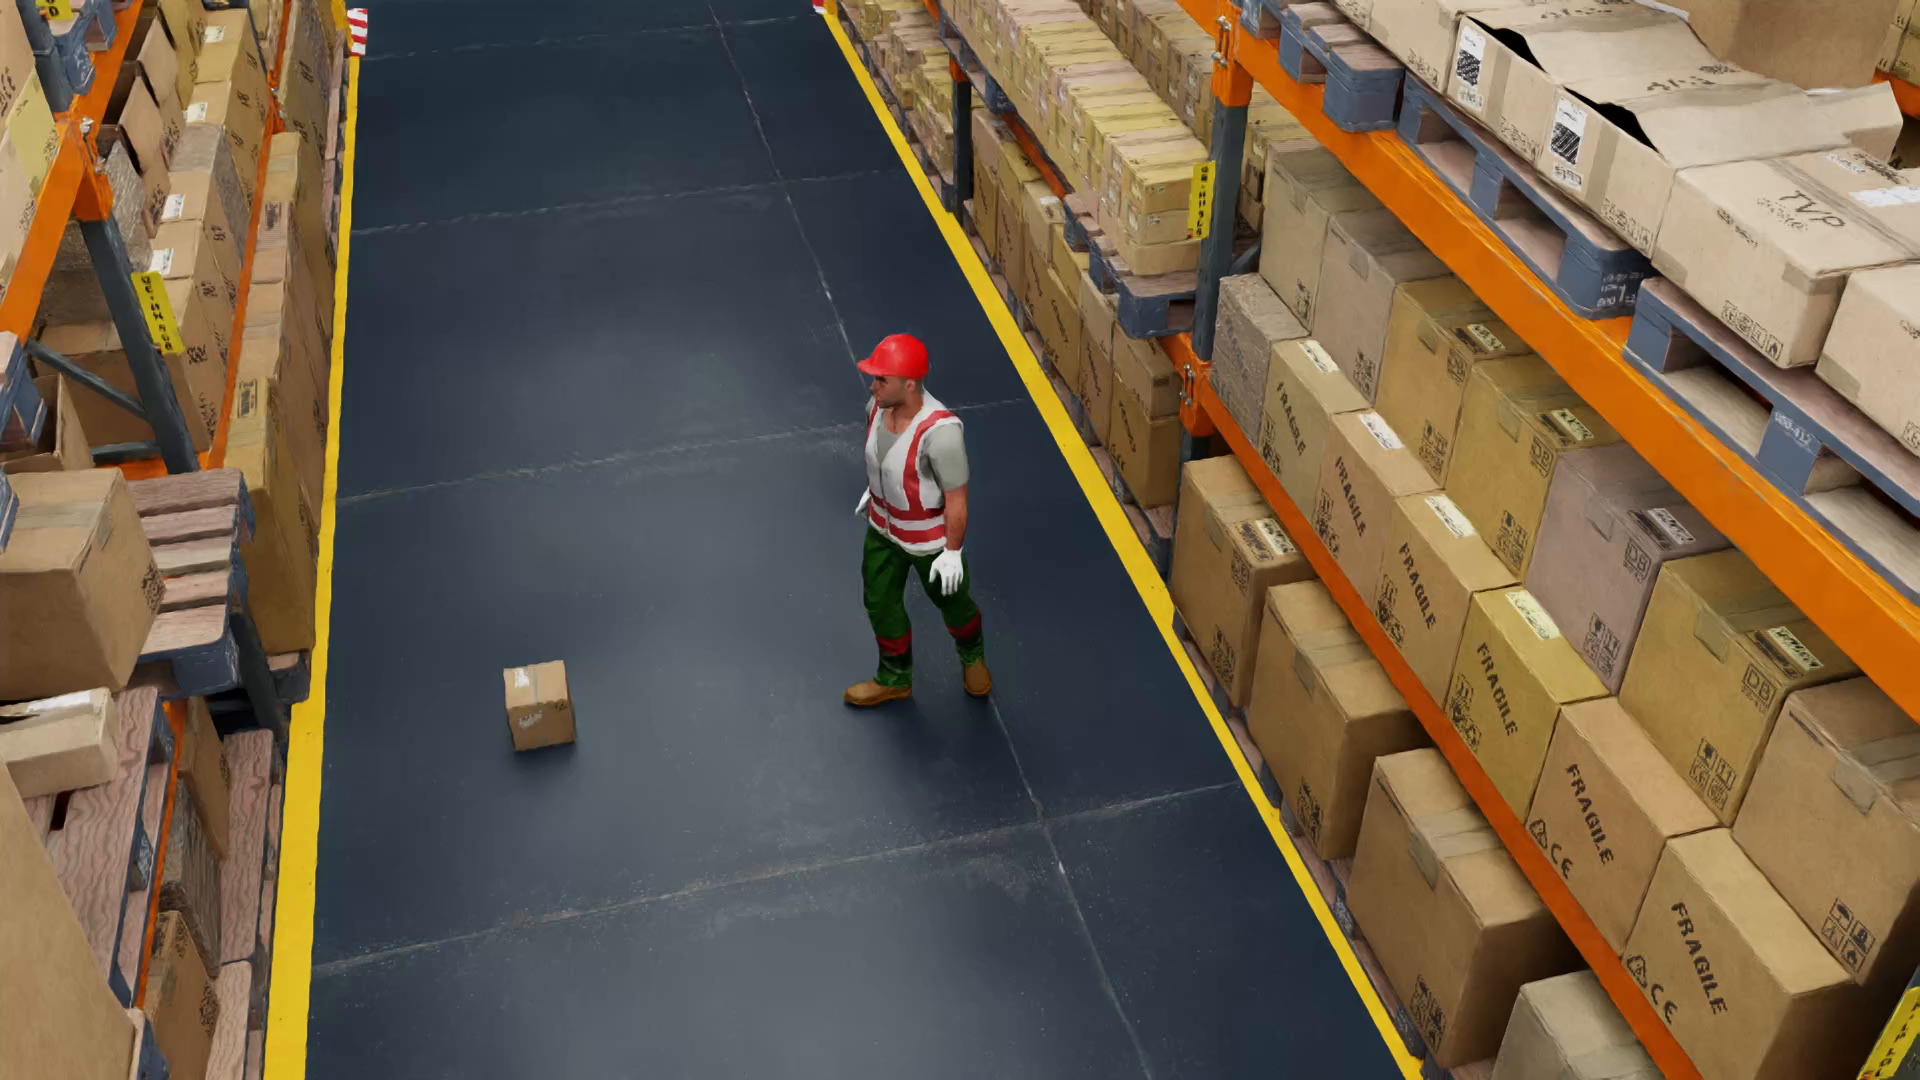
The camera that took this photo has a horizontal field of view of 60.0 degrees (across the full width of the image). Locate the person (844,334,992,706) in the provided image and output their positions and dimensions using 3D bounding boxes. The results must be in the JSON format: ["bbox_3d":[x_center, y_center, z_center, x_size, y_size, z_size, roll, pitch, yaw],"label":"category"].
[{"bbox_3d":[-0.192,-0.068,6.787,0.618,1.783,0.678,-31,47,-34],"label":"person"}]
